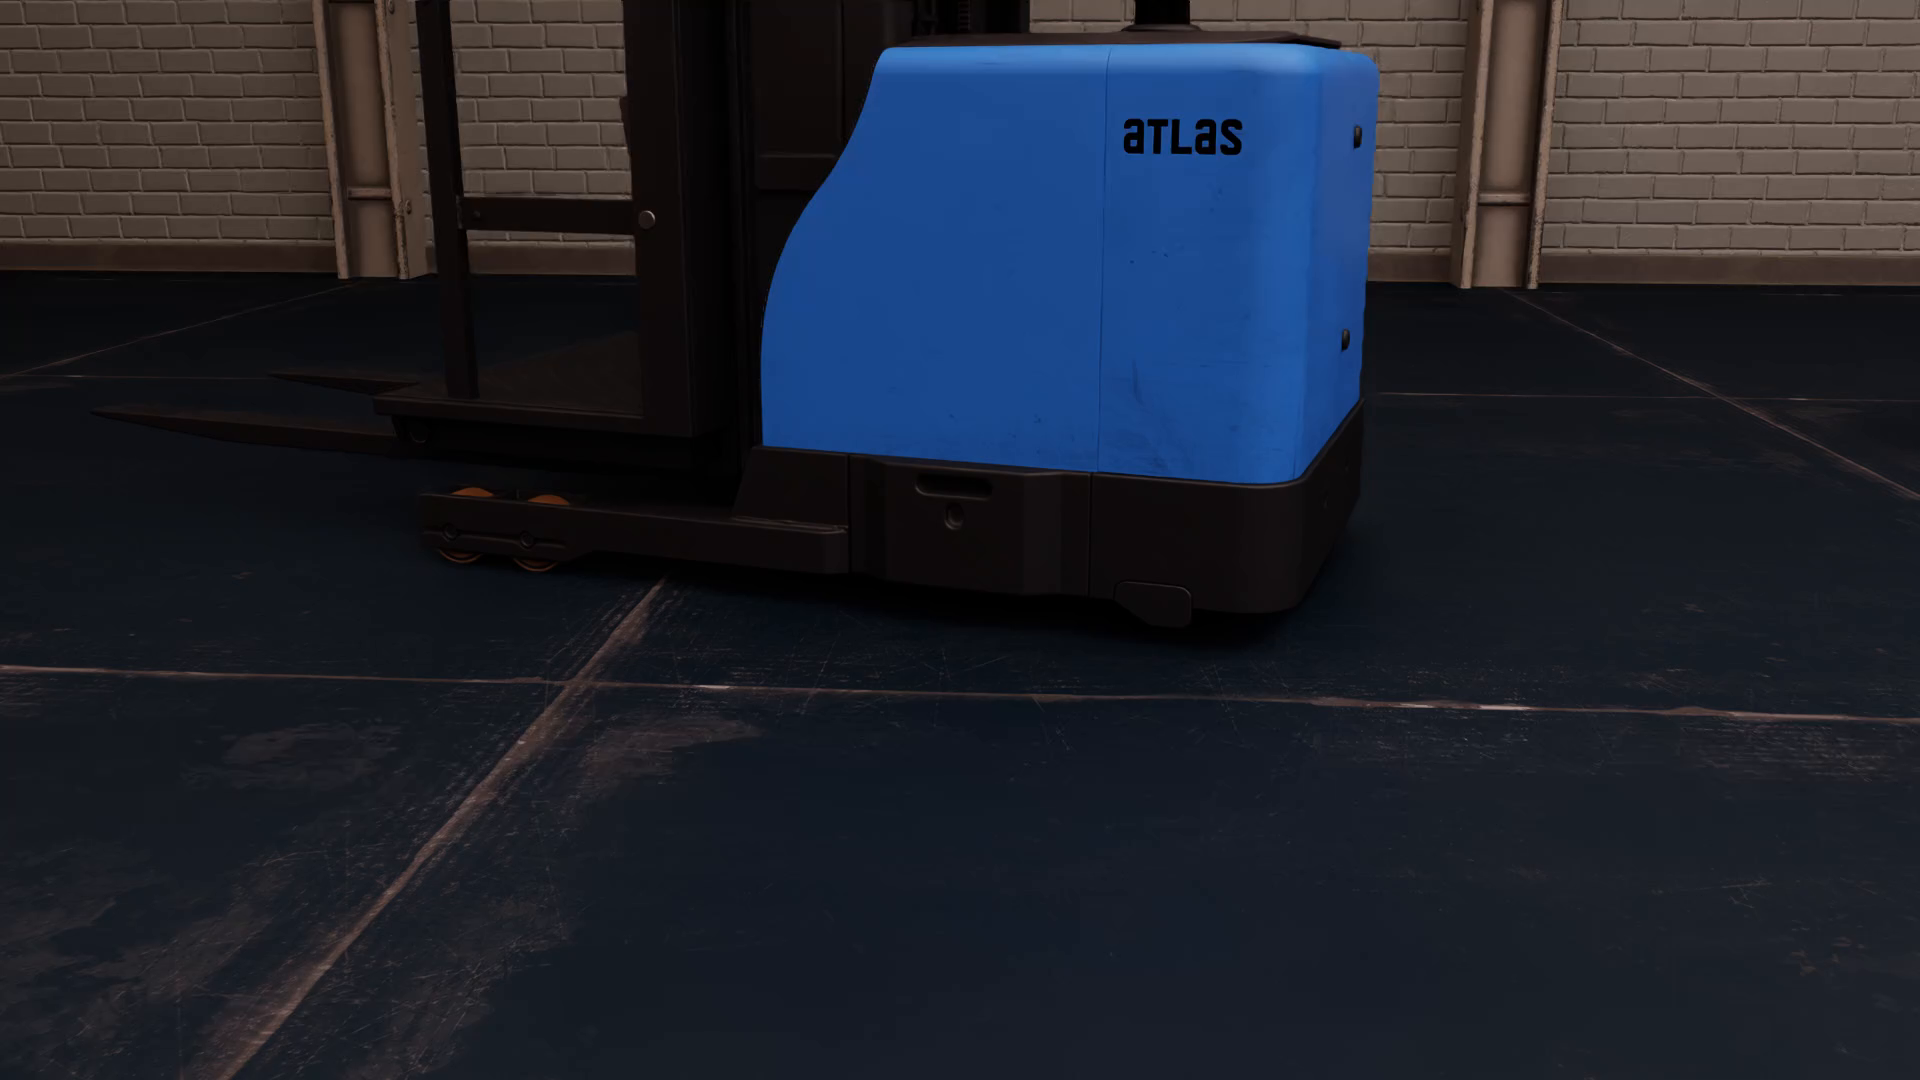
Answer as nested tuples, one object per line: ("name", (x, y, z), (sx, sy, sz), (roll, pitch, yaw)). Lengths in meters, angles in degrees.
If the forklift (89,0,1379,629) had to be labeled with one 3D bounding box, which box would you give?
("forklift", (-0.642, -1.467, 3.624), (3.031, 2.935, 1.130), (6, 16, 19))
